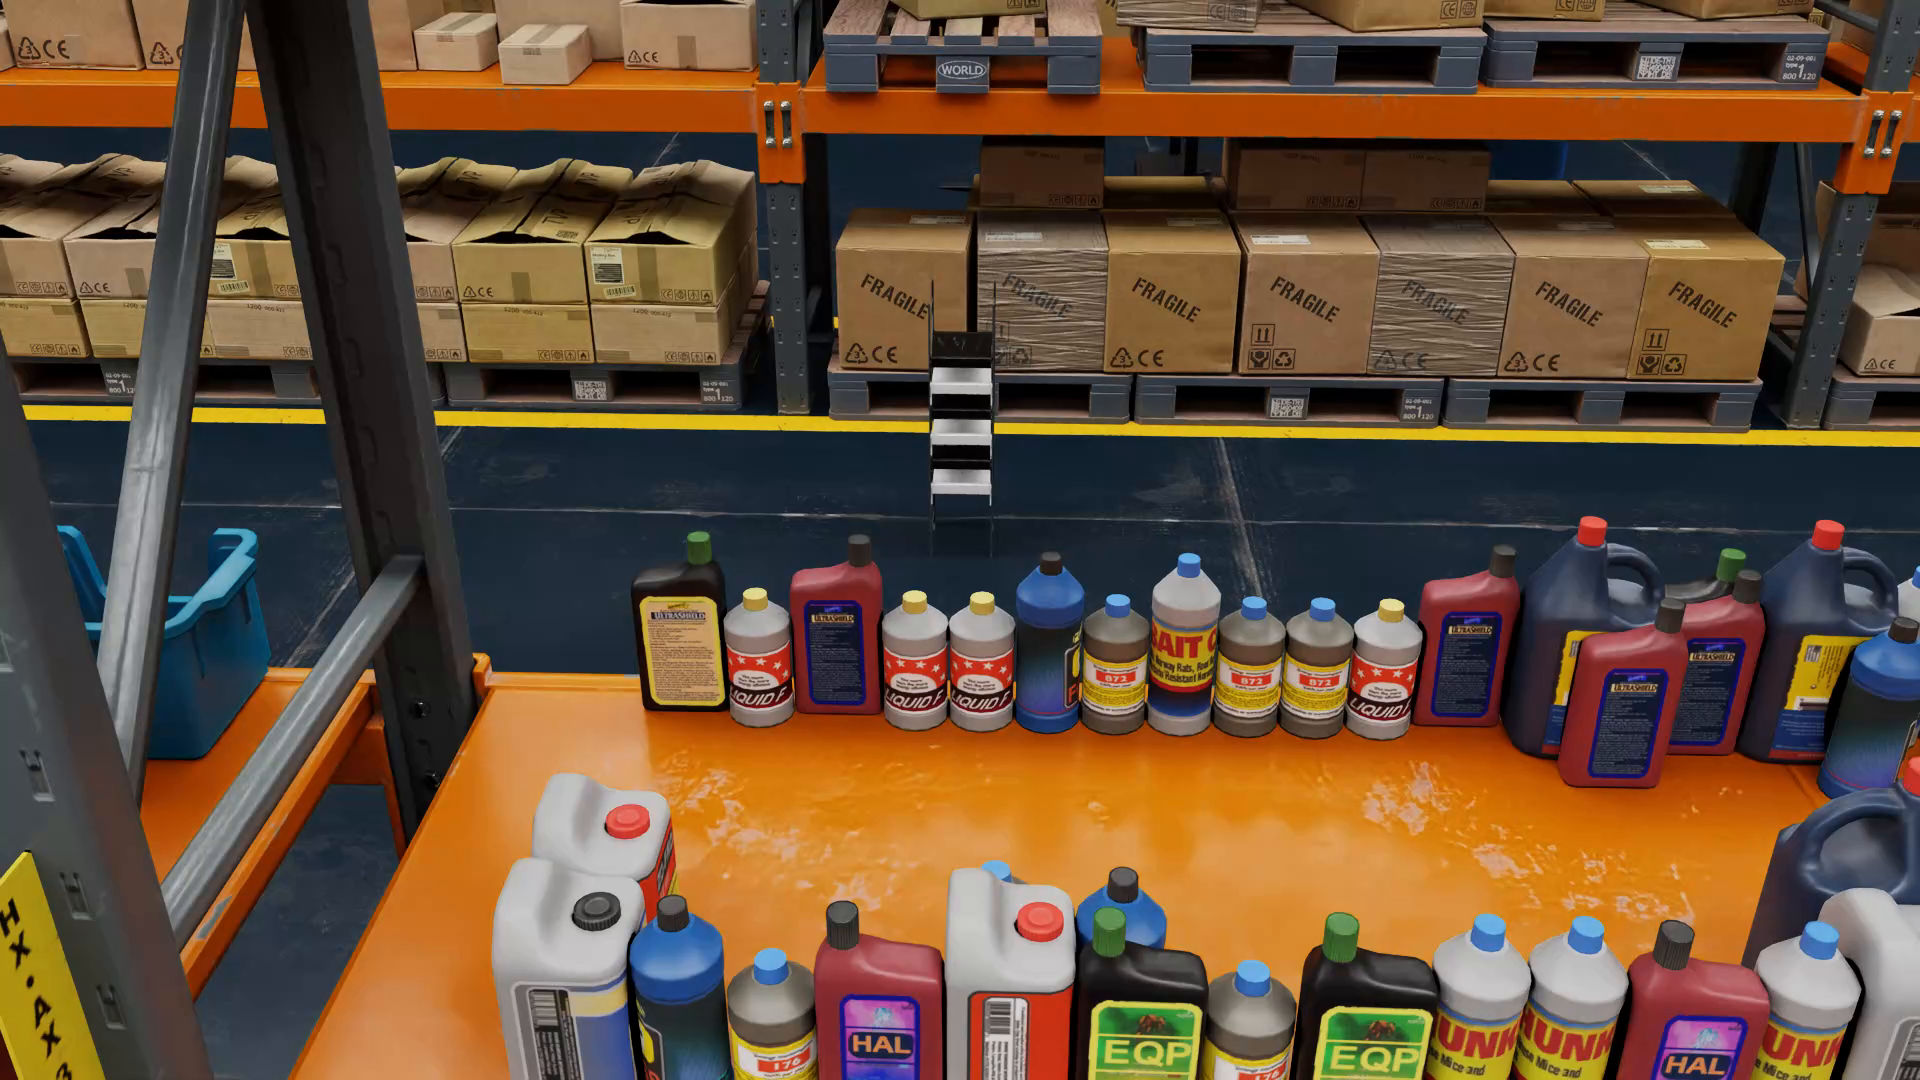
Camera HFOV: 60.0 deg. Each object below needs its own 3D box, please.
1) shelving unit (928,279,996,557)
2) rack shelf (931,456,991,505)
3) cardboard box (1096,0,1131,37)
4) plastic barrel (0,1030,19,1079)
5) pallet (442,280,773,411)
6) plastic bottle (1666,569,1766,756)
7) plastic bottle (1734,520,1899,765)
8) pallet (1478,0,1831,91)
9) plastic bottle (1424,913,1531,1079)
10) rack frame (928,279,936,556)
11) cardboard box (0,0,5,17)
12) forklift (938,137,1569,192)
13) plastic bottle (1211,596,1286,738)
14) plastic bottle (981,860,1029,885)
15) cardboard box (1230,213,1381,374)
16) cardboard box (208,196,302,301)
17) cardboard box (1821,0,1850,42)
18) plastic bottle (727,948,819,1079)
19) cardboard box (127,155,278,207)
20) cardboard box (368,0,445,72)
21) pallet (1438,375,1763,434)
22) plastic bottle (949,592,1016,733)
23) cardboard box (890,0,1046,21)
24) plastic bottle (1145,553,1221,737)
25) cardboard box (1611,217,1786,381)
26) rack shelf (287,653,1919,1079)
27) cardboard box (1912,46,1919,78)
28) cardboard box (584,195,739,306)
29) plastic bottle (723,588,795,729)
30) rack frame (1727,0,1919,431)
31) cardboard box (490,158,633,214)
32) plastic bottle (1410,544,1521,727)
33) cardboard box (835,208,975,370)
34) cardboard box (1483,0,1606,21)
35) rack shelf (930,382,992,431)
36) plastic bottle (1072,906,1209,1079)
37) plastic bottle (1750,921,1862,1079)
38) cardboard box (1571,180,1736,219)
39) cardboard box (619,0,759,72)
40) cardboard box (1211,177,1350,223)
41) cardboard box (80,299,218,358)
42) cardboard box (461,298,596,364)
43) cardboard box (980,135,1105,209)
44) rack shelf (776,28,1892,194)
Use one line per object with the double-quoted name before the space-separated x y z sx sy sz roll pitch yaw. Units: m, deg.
"shelving unit" 0.008 -0.397 5.539 0.210 0.900 0.258 1 28 2
"rack shelf" 0.008 -0.209 5.639 0.200 0.077 0.258 1 28 2
"cardboard box" 1.125 -3.521 11.036 0.750 0.750 0.750 1 28 2
"plastic barrel" -1.304 0.335 1.770 0.708 0.536 0.600 1 28 2
"pallet" -1.473 -0.857 7.142 1.213 0.211 1.003 1 28 2
"plastic bottle" 1.048 0.172 2.347 0.133 0.283 0.061 1 28 2
"plastic bottle" 1.207 0.136 2.343 0.185 0.351 0.144 1 28 2
"pallet" 2.551 -1.971 6.470 1.213 0.211 1.003 1 28 2
"plastic bottle" 0.532 0.505 1.733 0.097 0.271 0.097 0 28 0
"rack frame" -0.093 -0.399 5.542 0.006 0.900 0.240 1 28 2
"cardboard box" -3.764 -2.136 6.720 0.258 0.266 0.396 0 28 1
"forklift" 1.384 -2.799 7.901 3.031 2.935 1.130 1 28 3
"plastic bottle" 0.421 0.178 2.424 0.097 0.201 0.097 0 28 0
"plastic bottle" 0.039 0.456 1.899 0.097 0.201 0.097 0 28 0
"cardboard box" 1.340 -0.983 6.601 0.500 0.500 0.500 0 28 0
"cardboard box" -2.708 -1.194 6.688 0.500 0.311 0.500 2 28 3
"cardboard box" 5.809 -3.306 11.005 0.500 0.500 0.700 0 28 0
"plastic bottle" -0.197 0.524 1.772 0.097 0.201 0.097 0 28 0
"cardboard box" -3.215 -1.454 7.180 0.500 0.311 0.500 1 28 2
"cardboard box" -2.329 -2.122 6.443 0.500 0.500 0.500 -1 28 -1
"pallet" 2.532 -0.755 6.949 1.213 0.211 1.003 1 28 2
"plastic bottle" 0.032 0.172 2.436 0.097 0.201 0.097 0 28 0
"cardboard box" -0.018 -2.330 6.387 0.500 0.500 0.700 -8 29 -15
"plastic bottle" 0.324 0.146 2.410 0.097 0.271 0.097 0 28 0
"cardboard box" 2.843 -0.955 6.549 0.500 0.500 0.500 1 28 2
"rack shelf" 1.169 0.612 2.161 4.000 0.370 1.077 1 28 2
"cardboard box" 3.846 -1.900 6.024 0.500 0.500 0.500 2 28 3
"cardboard box" -1.183 -1.169 6.642 0.500 0.311 0.500 2 28 3
"plastic bottle" -0.296 0.166 2.446 0.097 0.201 0.097 0 28 0
"rack frame" 3.346 -1.991 6.304 0.127 3.000 1.000 1 28 2
"cardboard box" -1.690 -1.427 7.127 0.500 0.311 0.500 0 28 1
"plastic bottle" 0.732 0.138 2.411 0.133 0.283 0.061 1 28 2
"cardboard box" -0.206 -1.006 6.644 0.500 0.500 0.500 2 28 4
"cardboard box" 2.191 -2.315 6.360 0.500 0.500 0.700 5 28 10
"rack shelf" 0.008 -0.448 5.512 0.200 0.077 0.258 1 28 2
"plastic bottle" 0.186 0.502 1.725 0.133 0.283 0.061 1 28 2
"plastic bottle" 0.860 0.510 1.722 0.097 0.271 0.097 0 28 0
"cardboard box" 2.871 -1.203 7.017 0.500 0.500 0.500 0 28 -1
"cardboard box" -1.013 -2.045 6.499 0.500 0.311 0.500 3 28 5
"cardboard box" 1.334 -1.227 7.062 0.500 0.500 0.500 0 28 0
"cardboard box" -3.226 -0.955 6.837 0.500 0.250 0.500 0 28 0
"cardboard box" -1.701 -0.930 6.788 0.500 0.250 0.500 1 28 1
"cardboard box" 0.348 -1.574 6.915 0.500 0.250 0.500 2 28 4
"rack shelf" 1.347 -1.707 6.535 4.000 0.370 1.077 1 28 2
